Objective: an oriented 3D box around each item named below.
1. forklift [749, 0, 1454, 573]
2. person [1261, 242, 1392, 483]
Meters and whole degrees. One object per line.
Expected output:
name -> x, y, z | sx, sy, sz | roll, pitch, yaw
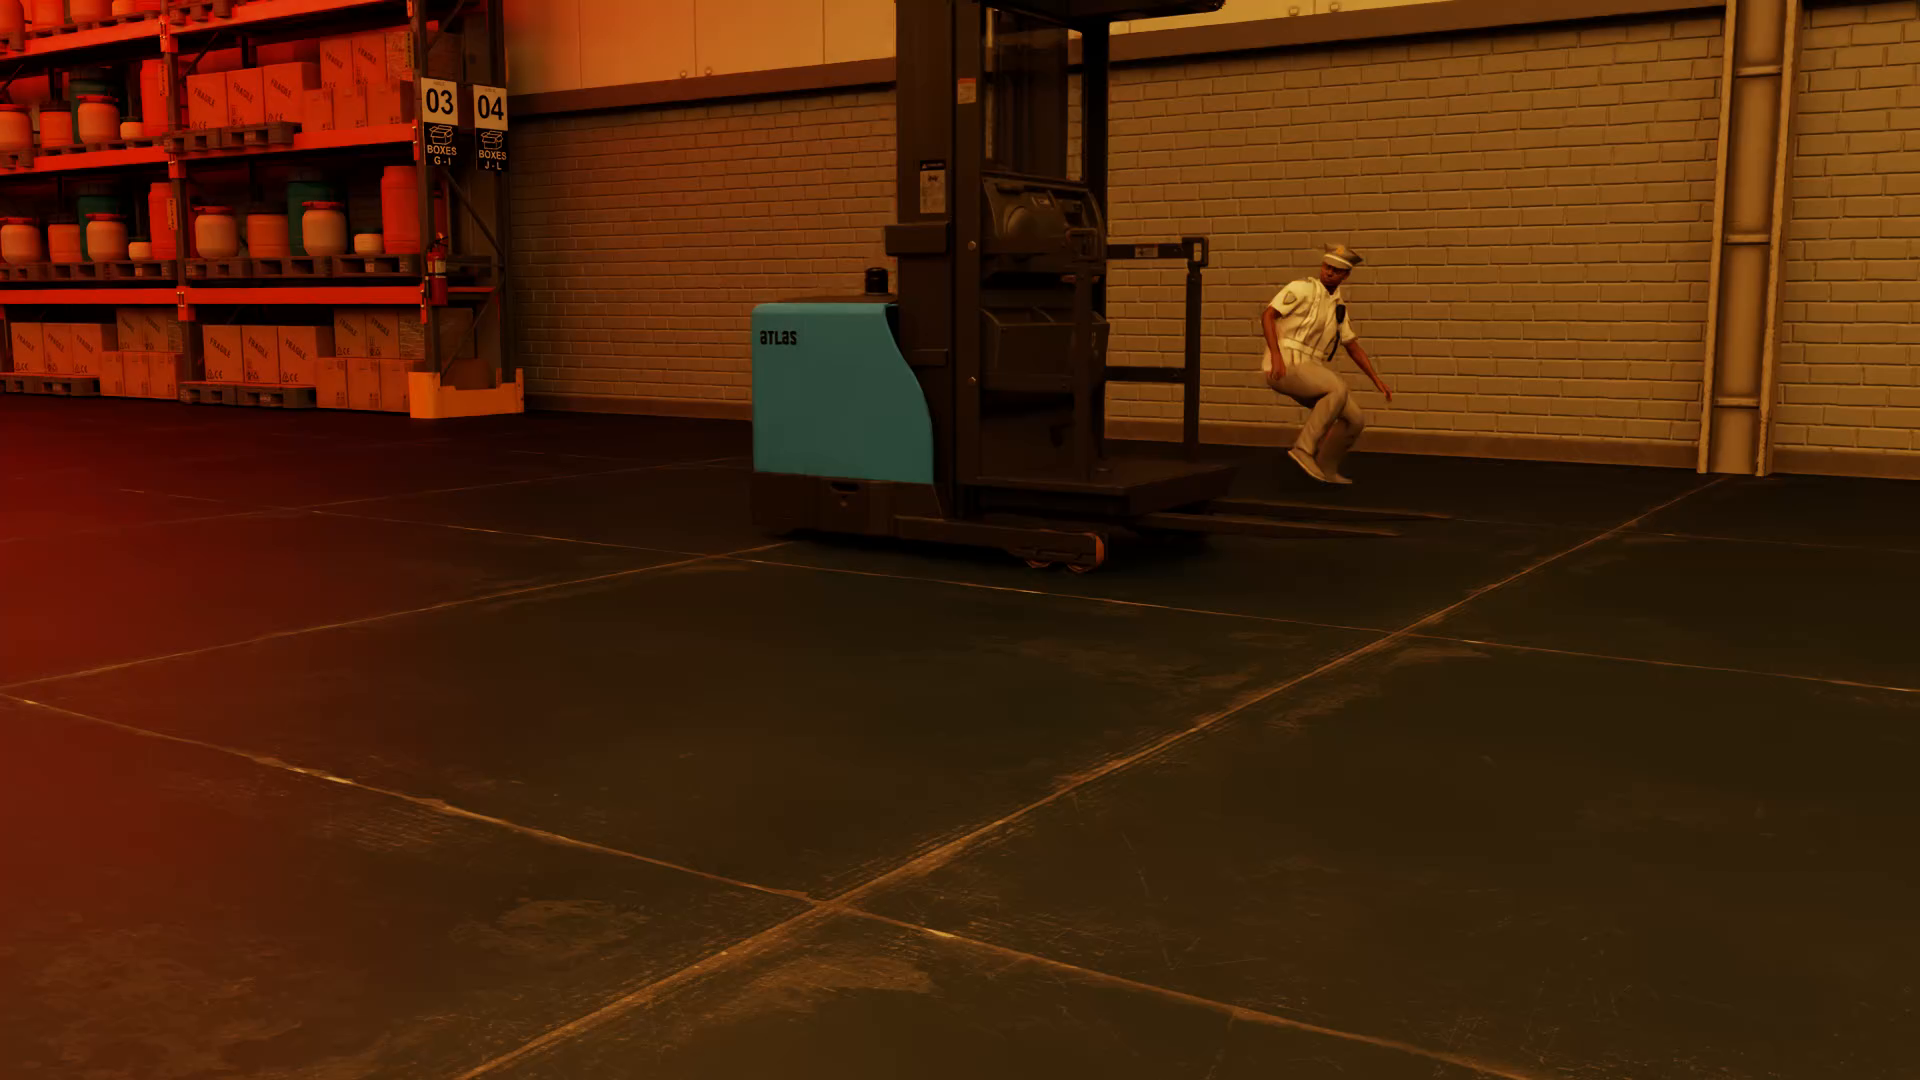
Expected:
forklift -> 0.541, -1.403, 7.062 | 3.031, 2.935, 1.130 | 5, 10, 33
person -> 2.113, -1.002, 9.728 | 0.643, 1.456, 0.742 | 7, 11, 40
